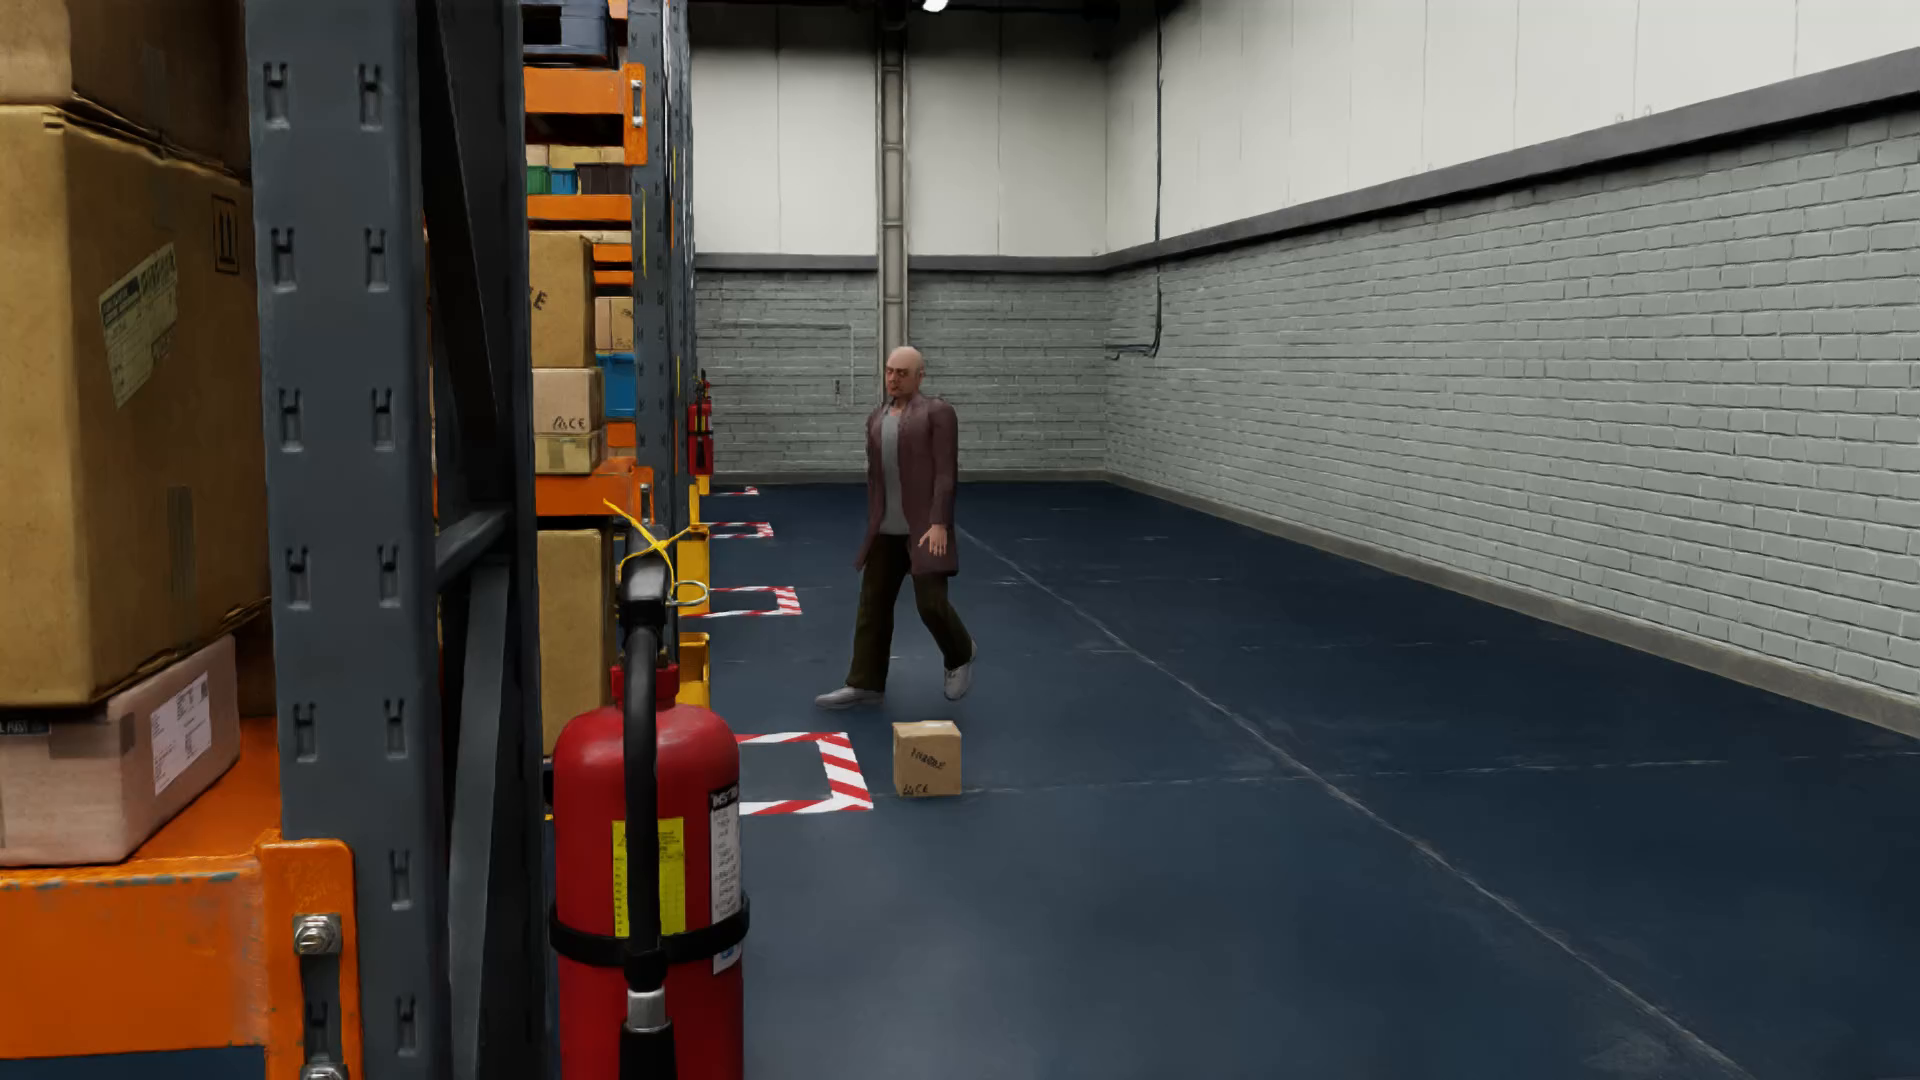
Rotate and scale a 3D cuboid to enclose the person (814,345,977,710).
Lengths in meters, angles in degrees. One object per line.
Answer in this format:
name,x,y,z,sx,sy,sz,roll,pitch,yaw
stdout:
person,-0.247,-0.055,8.095,0.700,1.771,0.679,5,8,36
